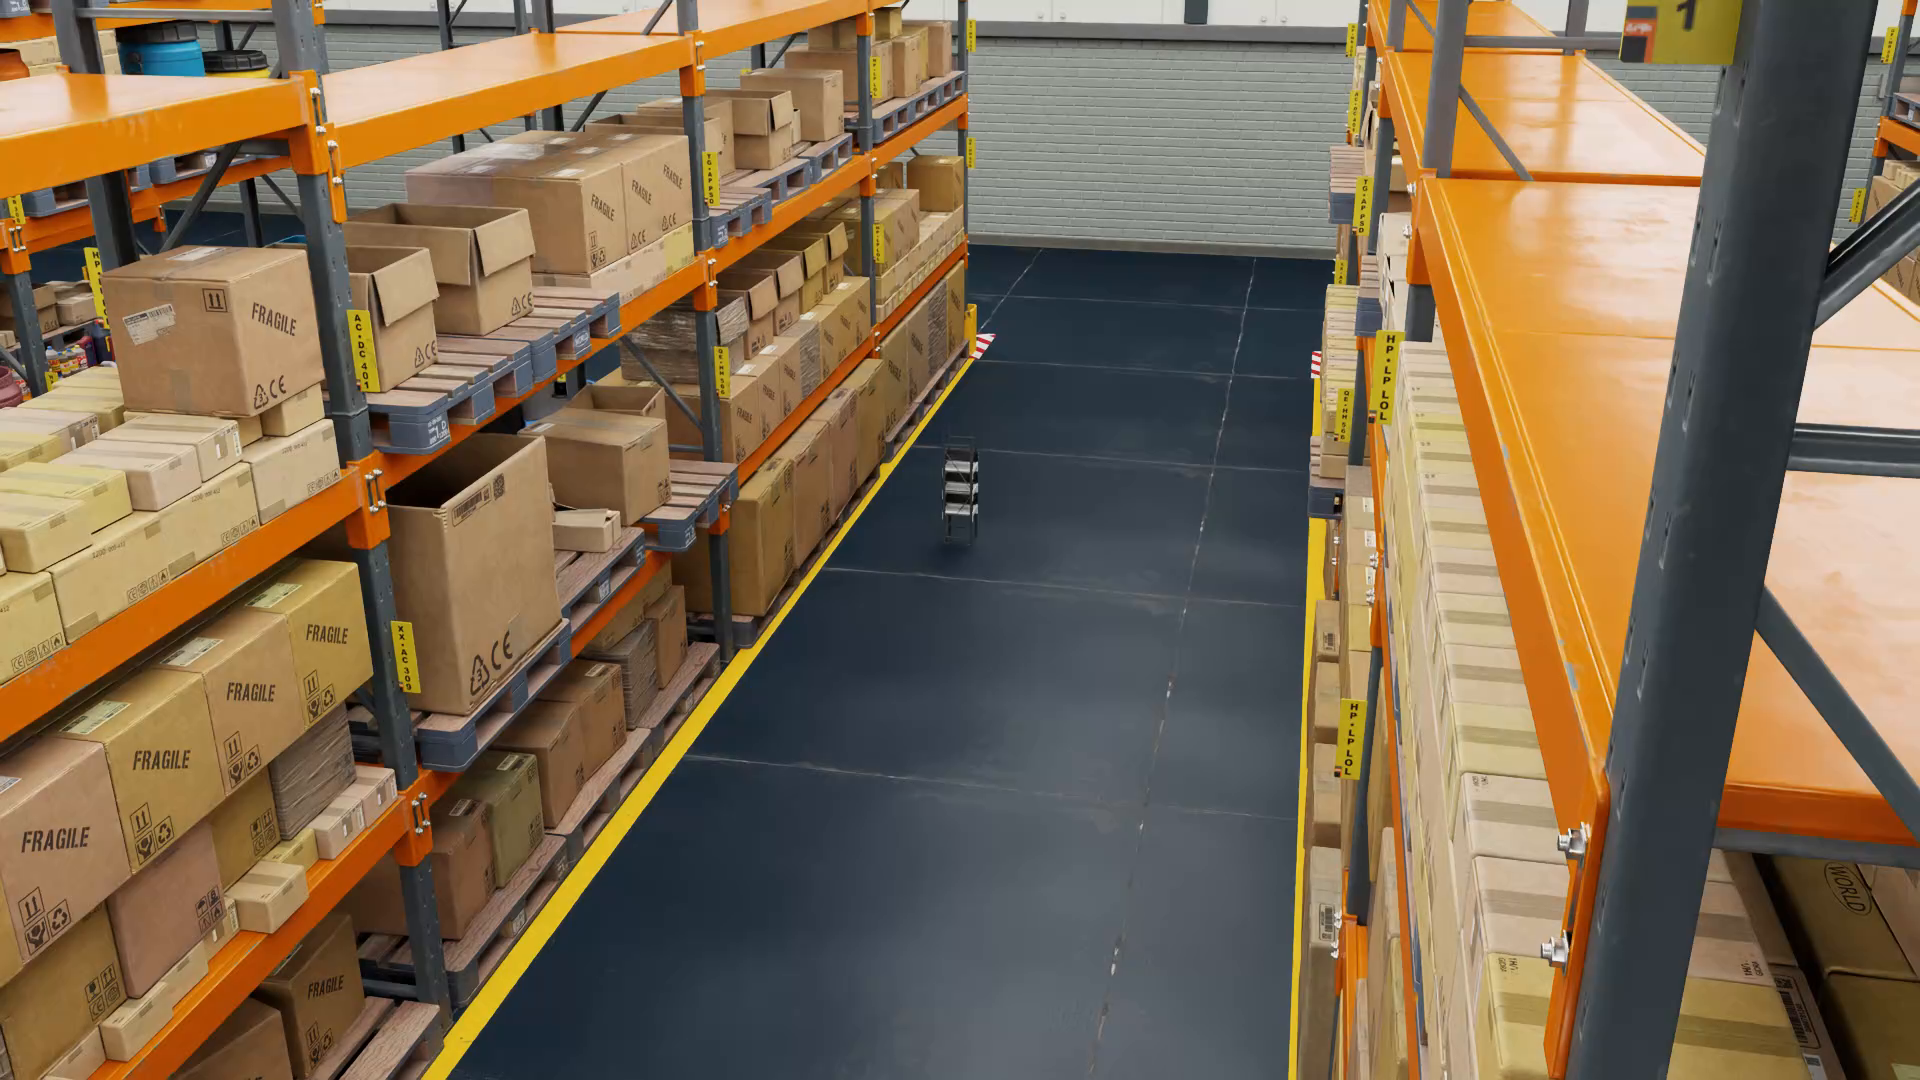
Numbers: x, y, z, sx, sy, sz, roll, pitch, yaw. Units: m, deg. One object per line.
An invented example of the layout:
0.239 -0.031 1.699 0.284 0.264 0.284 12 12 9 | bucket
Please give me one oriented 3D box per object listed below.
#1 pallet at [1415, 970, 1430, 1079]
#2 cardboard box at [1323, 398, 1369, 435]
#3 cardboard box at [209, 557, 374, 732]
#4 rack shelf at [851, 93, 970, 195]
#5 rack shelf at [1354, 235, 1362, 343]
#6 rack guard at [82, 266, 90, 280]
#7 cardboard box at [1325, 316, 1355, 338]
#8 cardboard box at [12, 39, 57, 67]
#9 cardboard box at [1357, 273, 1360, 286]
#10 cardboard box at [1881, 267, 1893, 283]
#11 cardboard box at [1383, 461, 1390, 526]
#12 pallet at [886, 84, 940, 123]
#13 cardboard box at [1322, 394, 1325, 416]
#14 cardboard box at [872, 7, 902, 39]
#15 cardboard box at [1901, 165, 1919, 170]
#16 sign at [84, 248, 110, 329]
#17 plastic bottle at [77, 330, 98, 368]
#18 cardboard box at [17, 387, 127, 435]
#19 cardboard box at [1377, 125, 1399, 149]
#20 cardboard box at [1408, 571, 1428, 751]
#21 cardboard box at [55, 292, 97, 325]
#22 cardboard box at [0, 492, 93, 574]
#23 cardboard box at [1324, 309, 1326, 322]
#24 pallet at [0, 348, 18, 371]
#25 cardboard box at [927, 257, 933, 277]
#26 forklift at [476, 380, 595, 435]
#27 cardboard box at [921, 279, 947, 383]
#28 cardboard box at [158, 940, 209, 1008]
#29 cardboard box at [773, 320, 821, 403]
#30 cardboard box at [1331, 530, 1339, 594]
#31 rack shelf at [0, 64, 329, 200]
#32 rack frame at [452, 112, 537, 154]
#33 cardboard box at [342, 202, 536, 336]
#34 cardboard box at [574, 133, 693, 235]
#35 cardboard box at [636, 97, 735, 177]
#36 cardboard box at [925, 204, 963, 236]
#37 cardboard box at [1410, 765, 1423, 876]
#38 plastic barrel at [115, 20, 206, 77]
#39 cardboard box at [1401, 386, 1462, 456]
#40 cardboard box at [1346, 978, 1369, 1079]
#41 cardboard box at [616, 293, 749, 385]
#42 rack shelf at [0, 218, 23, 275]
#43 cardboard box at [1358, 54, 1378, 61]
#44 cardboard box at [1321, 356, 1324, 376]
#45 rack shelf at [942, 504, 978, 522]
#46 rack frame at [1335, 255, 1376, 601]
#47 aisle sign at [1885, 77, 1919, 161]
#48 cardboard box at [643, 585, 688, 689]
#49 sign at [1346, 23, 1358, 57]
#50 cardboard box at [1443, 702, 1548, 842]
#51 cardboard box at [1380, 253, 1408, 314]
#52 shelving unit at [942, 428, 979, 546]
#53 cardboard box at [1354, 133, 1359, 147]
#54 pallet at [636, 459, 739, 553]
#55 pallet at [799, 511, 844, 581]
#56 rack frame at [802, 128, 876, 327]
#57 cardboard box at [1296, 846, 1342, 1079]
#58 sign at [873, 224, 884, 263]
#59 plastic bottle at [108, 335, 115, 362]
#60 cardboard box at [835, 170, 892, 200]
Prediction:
1.295 1.111 2.712 1.003 0.211 1.213 4 22 11 | pallet
2.438 -0.760 10.234 0.380 0.149 0.250 4 22 9 | cardboard box
-2.687 0.393 6.522 0.500 0.500 0.500 4 22 11 | cardboard box
-0.824 -3.859 15.898 1.077 0.370 4.000 4 22 11 | rack shelf
3.195 -1.981 11.235 1.077 0.370 4.000 4 22 11 | rack shelf
-10.129 -3.102 20.417 1.175 0.500 0.348 4 22 11 | rack guard
2.861 -1.519 12.119 0.380 0.149 0.250 4 22 10 | cardboard box
-10.176 -5.270 17.971 0.500 0.250 0.500 4 22 11 | cardboard box
3.425 -2.038 13.896 0.500 0.500 0.500 4 22 11 | cardboard box
8.831 -2.483 15.400 0.500 0.500 0.500 4 22 10 | cardboard box
1.563 -0.138 5.336 0.380 0.149 0.250 4 22 10 | cardboard box
-0.804 -4.163 15.810 1.003 0.211 1.213 4 22 11 | pallet
2.597 -0.909 11.002 0.380 0.149 0.250 5 22 11 | cardboard box
-0.838 -4.822 15.492 0.500 0.250 0.500 4 22 9 | cardboard box
8.958 -3.378 15.417 0.380 0.149 0.250 5 22 12 | cardboard box
-3.409 -0.999 6.615 0.100 0.325 0.005 4 22 11 | sign
-6.999 -1.529 13.321 0.061 0.283 0.133 4 22 11 | plastic bottle
-3.220 -0.453 6.145 0.380 0.149 0.250 3 22 8 | cardboard box
2.705 -2.341 10.008 0.396 0.266 0.258 4 22 11 | cardboard box
1.290 0.282 3.760 0.500 0.250 0.500 5 22 11 | cardboard box
-10.206 -2.655 19.053 0.500 0.250 0.500 4 22 11 | cardboard box
-2.912 -0.028 5.089 0.380 0.149 0.250 6 23 13 | cardboard box
3.072 -1.762 13.120 0.380 0.149 0.250 5 22 12 | cardboard box
-10.788 -1.784 17.531 1.003 0.211 1.213 4 22 11 | pallet
-0.478 -2.702 16.414 0.380 0.149 0.250 5 22 12 | cardboard box
-4.179 -1.303 12.695 3.031 2.935 1.130 -11 24 -25 | forklift
-0.654 -2.169 17.036 0.875 0.875 0.875 4 22 11 | cardboard box
-2.924 1.527 5.914 0.380 0.149 0.250 4 22 11 | cardboard box
-1.375 -1.369 12.635 0.500 0.500 0.500 5 22 11 | cardboard box
2.670 0.155 10.764 0.500 0.250 0.500 4 22 10 | cardboard box
-3.273 -0.860 4.442 1.077 0.370 4.000 4 22 11 | rack shelf
-5.265 -3.910 19.078 1.000 3.000 0.127 4 22 11 | rack frame
-2.480 -1.287 7.849 0.797 0.503 0.637 5 23 13 | cardboard box
-1.901 -2.083 9.723 0.500 0.500 0.500 5 22 12 | cardboard box
-1.904 -2.790 11.586 0.500 0.500 0.500 6 23 14 | cardboard box
-0.255 -3.404 17.623 0.500 0.250 0.500 4 22 10 | cardboard box
1.150 0.606 3.490 0.380 0.149 0.250 5 22 11 | cardboard box
-6.279 -3.630 13.134 0.600 0.901 0.708 4 22 11 | plastic barrel
1.461 -0.322 4.725 0.380 0.149 0.250 4 22 10 | cardboard box
1.591 1.729 4.876 0.875 0.550 0.550 4 22 11 | cardboard box
-1.883 -1.385 11.331 0.797 0.503 0.637 5 23 13 | cardboard box
-7.305 -1.311 9.571 1.077 0.370 4.000 4 22 11 | rack shelf
3.787 -4.289 15.002 0.380 0.149 0.250 5 23 13 | cardboard box
2.863 -1.246 12.237 0.380 0.149 0.250 3 22 9 | cardboard box
0.002 -0.223 13.303 0.258 0.077 0.200 4 22 11 | rack shelf
2.787 -0.192 9.845 1.000 3.000 0.127 4 22 11 | rack frame
9.016 -4.032 15.899 0.394 0.787 0.004 4 22 11 | aisle sign
-2.165 0.595 10.648 0.700 0.500 0.500 3 22 8 | cardboard box
3.888 -4.956 16.489 0.100 0.325 0.005 4 22 11 | sign
1.047 0.419 2.886 0.380 0.149 0.250 5 22 12 | cardboard box
2.217 -1.164 7.667 0.500 0.311 0.500 4 22 10 | cardboard box
0.002 -0.420 13.223 0.258 0.900 0.210 4 22 11 | shelving unit
3.439 -3.177 13.442 0.500 0.250 0.500 5 22 12 | cardboard box
-2.089 -0.249 10.244 1.213 0.211 1.003 4 22 11 | pallet
-1.563 -0.041 13.203 1.003 0.211 1.213 4 22 11 | pallet
-1.232 -2.070 14.508 1.000 3.000 0.127 4 22 11 | rack frame
2.009 1.886 7.135 1.050 0.750 0.750 4 22 11 | cardboard box
-0.699 -2.532 14.213 0.100 0.325 0.005 4 22 11 | sign
-6.820 -1.585 13.462 0.061 0.283 0.133 4 22 11 | plastic bottle
-0.980 -3.421 16.662 0.500 0.500 0.500 4 22 9 | cardboard box
